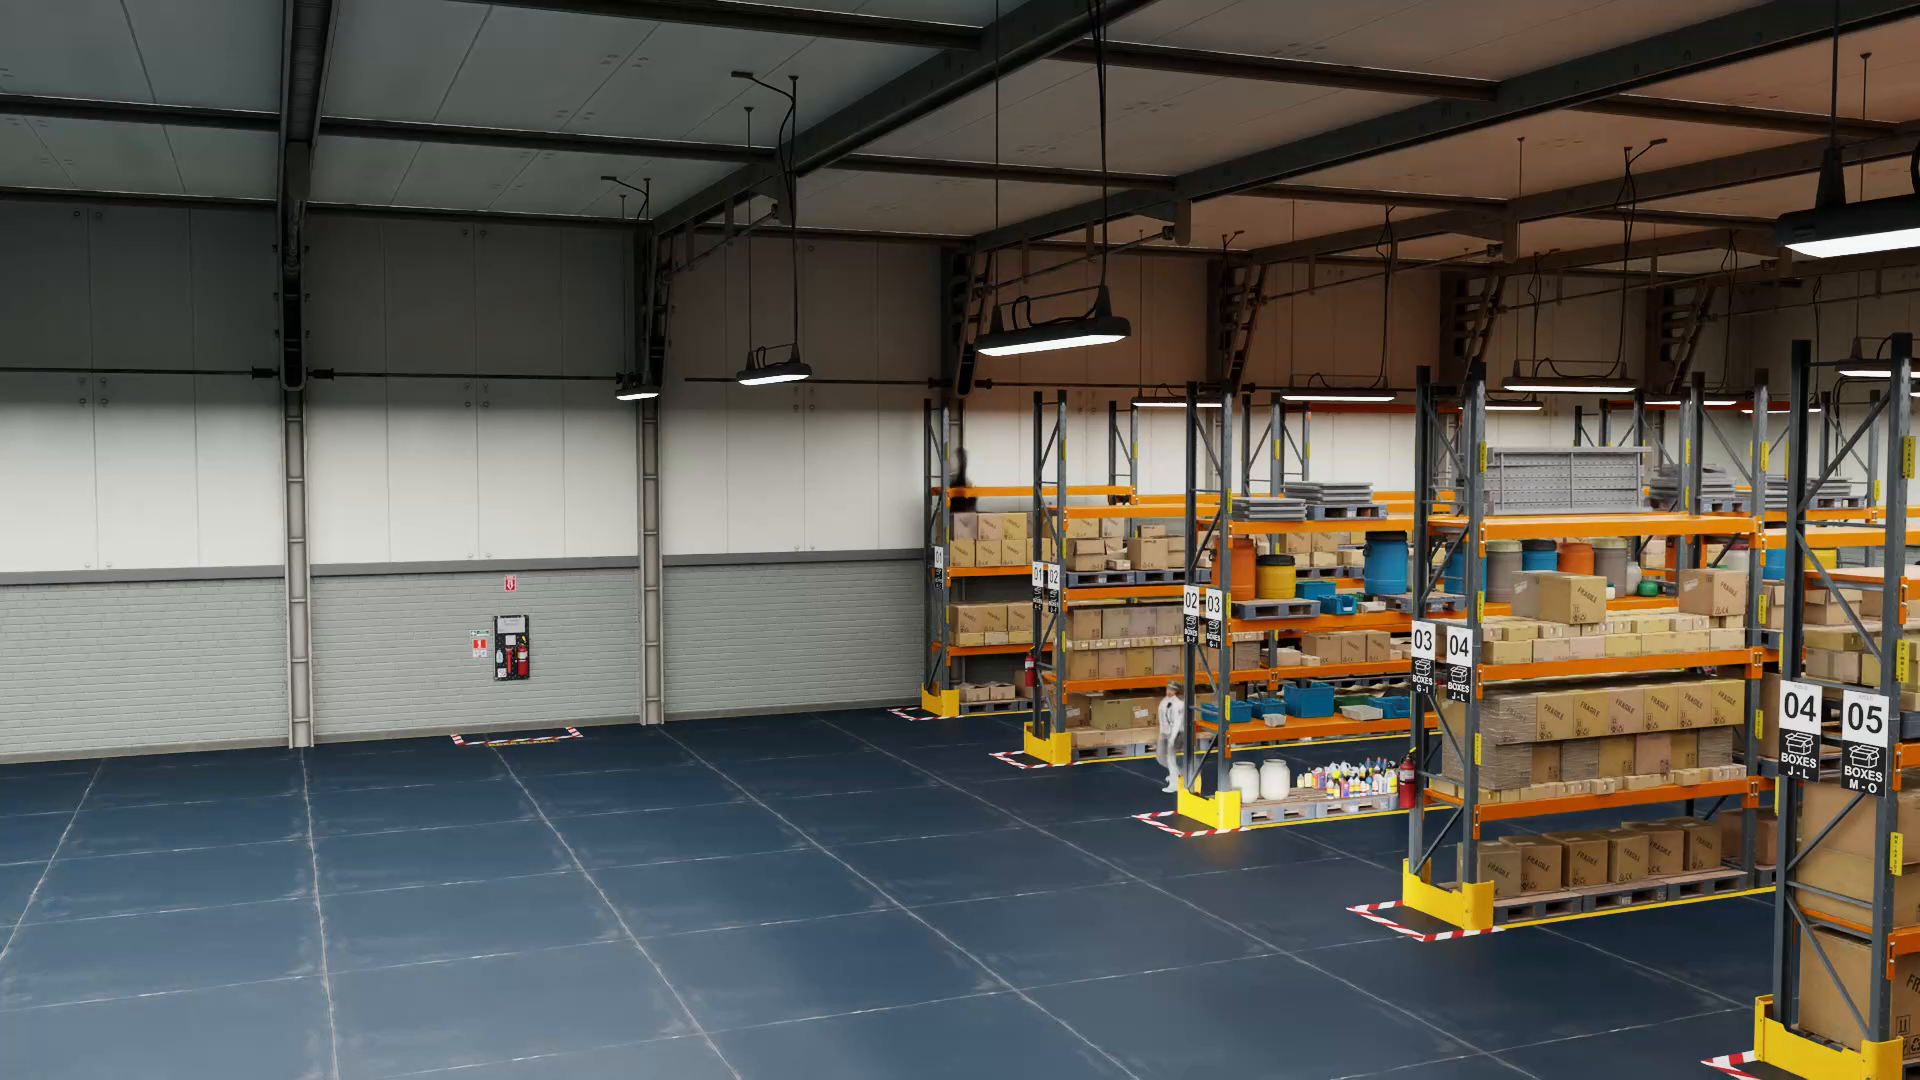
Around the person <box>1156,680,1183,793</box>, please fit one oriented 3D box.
[{"bbox_3d":[3.155,2.874,24.566,0.542,1.668,0.594,-2,4,-30],"label":"person"}]
